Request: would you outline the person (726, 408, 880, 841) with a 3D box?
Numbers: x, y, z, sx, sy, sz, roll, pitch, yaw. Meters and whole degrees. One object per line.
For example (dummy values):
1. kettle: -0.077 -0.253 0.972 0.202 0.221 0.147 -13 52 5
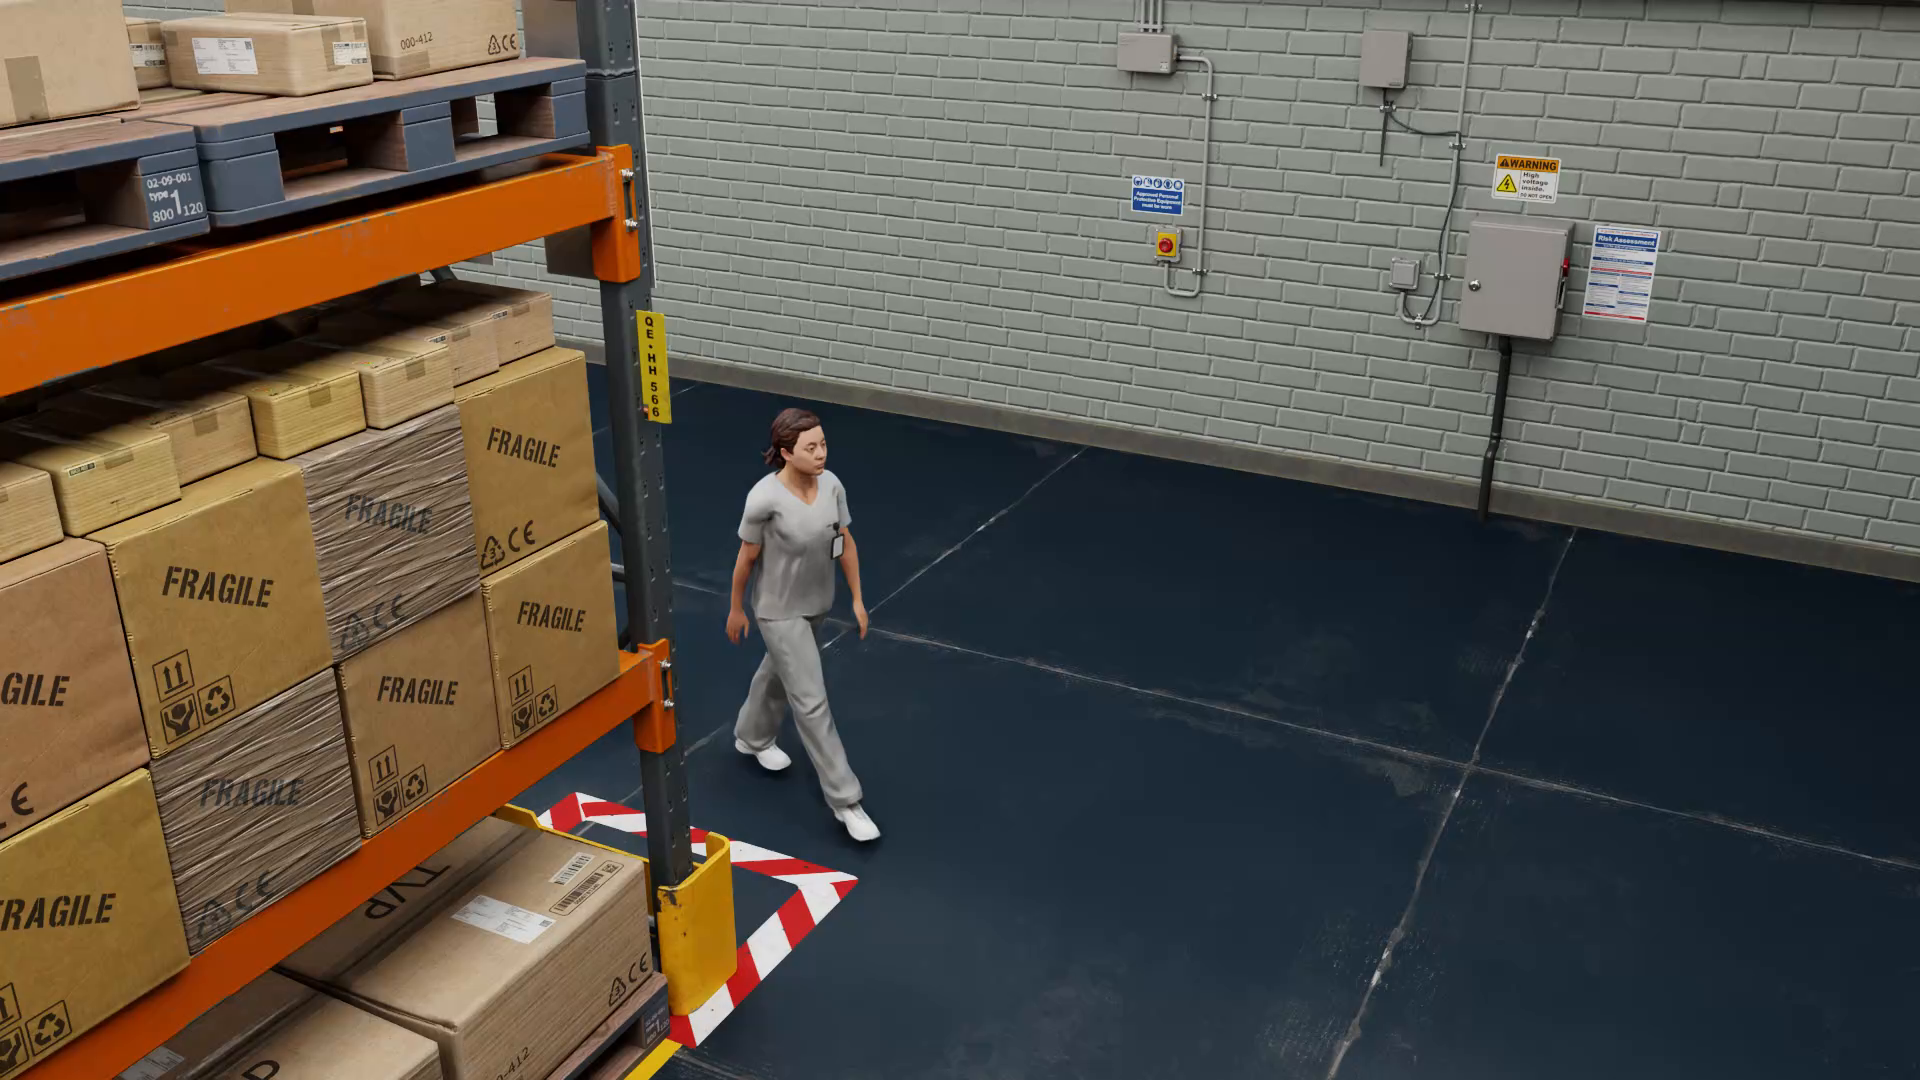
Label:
1. person: -0.583 0.267 6.438 0.975 1.610 0.477 20 30 39
